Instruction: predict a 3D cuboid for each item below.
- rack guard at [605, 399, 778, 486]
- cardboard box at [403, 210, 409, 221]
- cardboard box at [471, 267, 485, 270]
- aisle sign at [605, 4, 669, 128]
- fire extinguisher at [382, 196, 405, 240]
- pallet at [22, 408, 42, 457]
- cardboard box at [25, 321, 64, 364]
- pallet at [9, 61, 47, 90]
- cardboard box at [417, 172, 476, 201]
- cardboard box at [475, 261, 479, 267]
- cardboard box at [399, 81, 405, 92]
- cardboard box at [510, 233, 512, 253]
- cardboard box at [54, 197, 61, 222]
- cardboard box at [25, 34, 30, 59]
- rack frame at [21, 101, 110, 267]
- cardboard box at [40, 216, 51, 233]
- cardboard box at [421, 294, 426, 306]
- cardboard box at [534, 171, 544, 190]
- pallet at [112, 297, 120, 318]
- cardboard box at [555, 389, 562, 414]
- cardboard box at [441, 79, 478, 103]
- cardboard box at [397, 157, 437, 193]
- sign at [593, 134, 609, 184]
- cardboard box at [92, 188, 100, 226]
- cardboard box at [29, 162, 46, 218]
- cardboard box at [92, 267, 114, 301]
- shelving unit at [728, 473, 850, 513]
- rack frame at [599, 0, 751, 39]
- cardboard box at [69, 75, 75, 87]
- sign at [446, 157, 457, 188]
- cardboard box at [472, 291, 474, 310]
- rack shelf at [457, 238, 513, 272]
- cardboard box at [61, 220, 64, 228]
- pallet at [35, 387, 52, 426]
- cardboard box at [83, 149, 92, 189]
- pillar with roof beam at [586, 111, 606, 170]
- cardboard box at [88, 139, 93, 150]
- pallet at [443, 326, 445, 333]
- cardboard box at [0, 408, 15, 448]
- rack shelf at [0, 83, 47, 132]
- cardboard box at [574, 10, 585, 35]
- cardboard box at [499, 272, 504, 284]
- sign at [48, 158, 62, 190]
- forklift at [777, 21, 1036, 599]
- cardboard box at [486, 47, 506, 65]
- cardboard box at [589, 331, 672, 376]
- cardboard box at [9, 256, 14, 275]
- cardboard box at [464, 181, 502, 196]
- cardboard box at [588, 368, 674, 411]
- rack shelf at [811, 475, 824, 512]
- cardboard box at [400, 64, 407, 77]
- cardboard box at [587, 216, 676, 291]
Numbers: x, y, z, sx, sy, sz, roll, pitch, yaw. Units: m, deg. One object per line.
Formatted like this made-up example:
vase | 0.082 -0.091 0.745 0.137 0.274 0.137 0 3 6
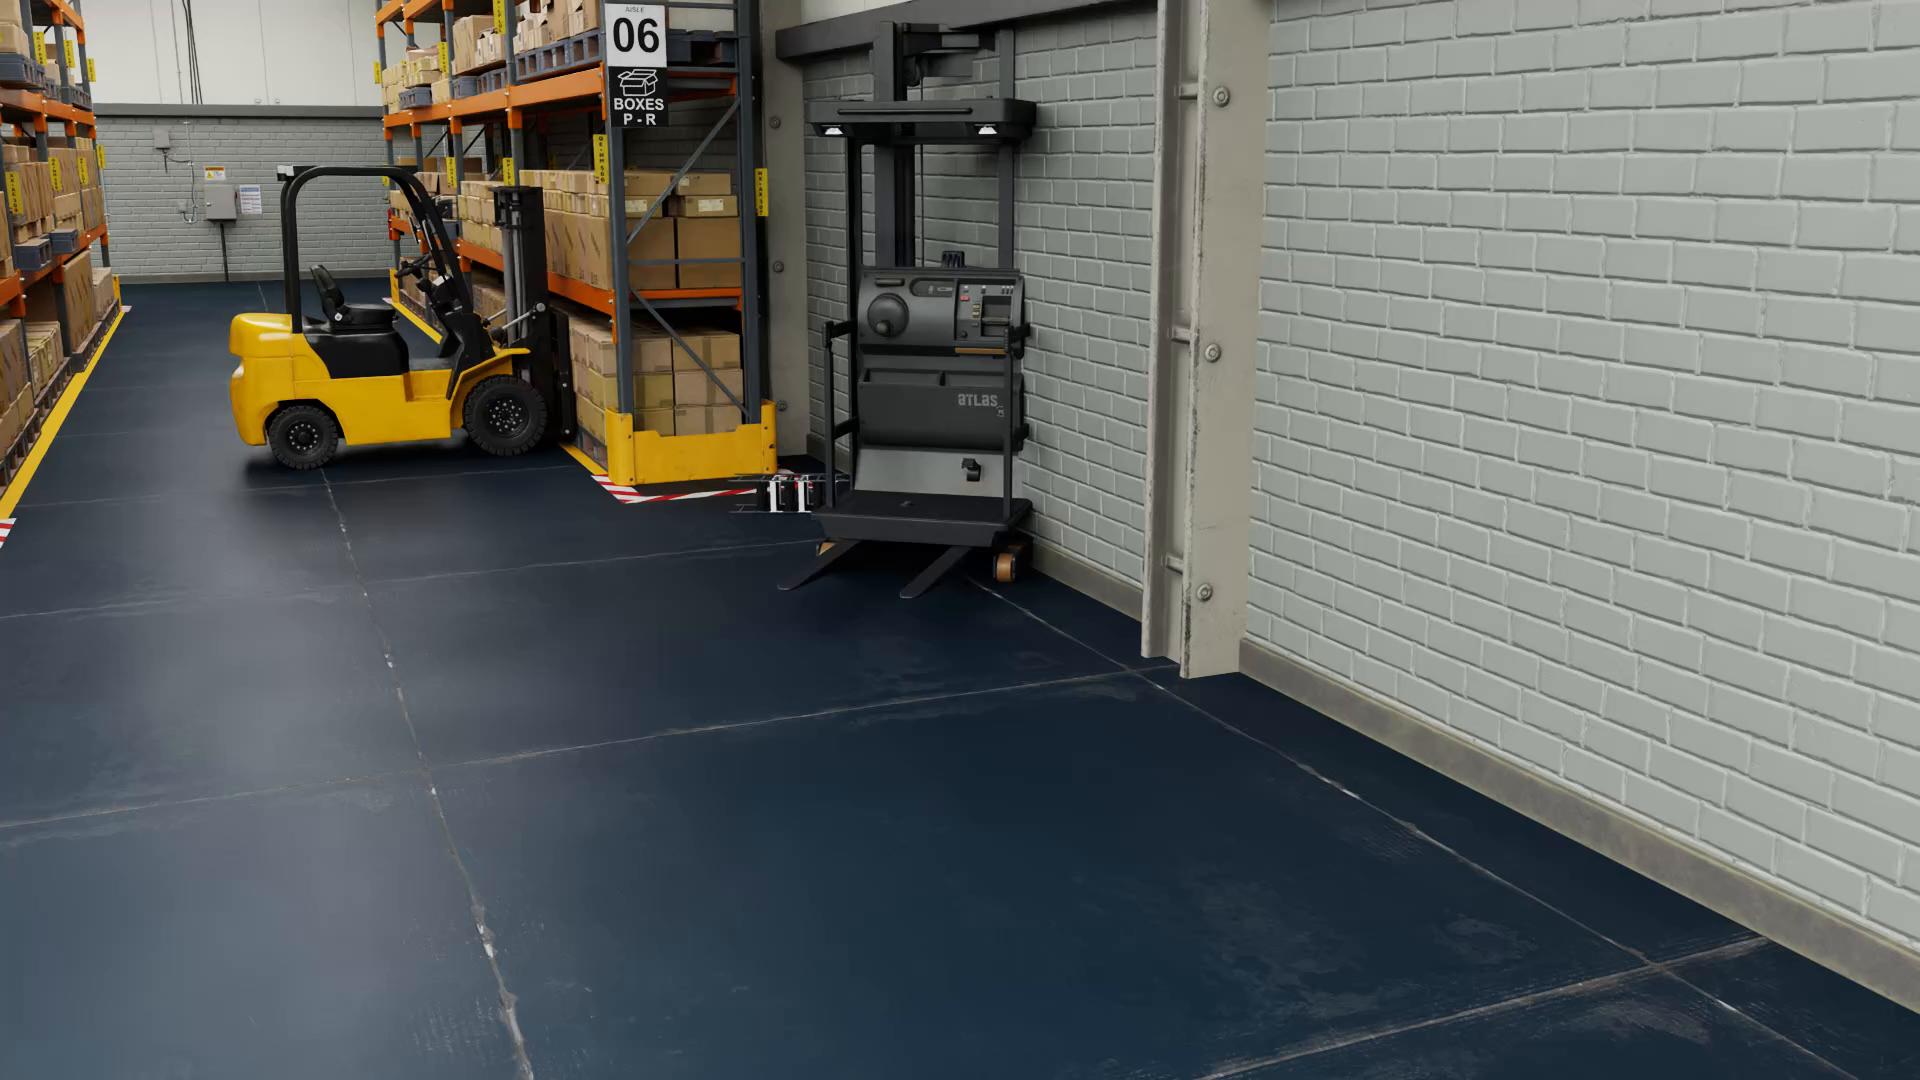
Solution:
rack guard | -1.895 -0.702 11.794 1.175 0.500 0.348 -6 14 -23
cardboard box | -7.839 -4.692 24.047 0.380 0.149 0.250 -5 14 -22
cardboard box | -6.097 -3.291 20.612 0.380 0.149 0.250 -6 14 -23
aisle sign | -2.148 -3.151 11.067 0.394 0.787 0.004 -6 14 -23
fire extinguisher | -8.797 -5.000 25.818 0.296 0.674 0.183 -6 14 -23
pallet | -7.752 -0.808 12.892 1.003 0.211 1.213 -6 14 -23
cardboard box | -9.439 -1.935 16.475 0.950 0.372 0.625 -7 15 -27
pallet | -8.622 -4.023 14.364 1.213 0.211 1.003 -6 14 -23
cardboard box | -6.516 -4.430 21.205 0.700 0.500 0.500 -5 14 -22
cardboard box | -6.190 -3.603 21.958 0.380 0.149 0.250 -6 14 -23
cardboard box | -7.352 -6.121 22.683 0.500 0.250 0.500 -6 14 -25
cardboard box | -3.949 -2.759 15.469 0.500 0.250 0.500 -5 14 -22
cardboard box | -9.633 -3.426 17.244 0.500 0.250 0.500 -6 14 -23
cardboard box | -8.346 -4.259 14.366 0.500 0.250 0.500 -6 14 -24
rack frame | -12.861 -4.781 23.876 1.000 3.000 0.127 -6 14 -23
cardboard box | -8.777 -2.959 15.628 0.380 0.149 0.250 -5 14 -22
cardboard box | -7.204 -3.308 22.902 0.380 0.149 0.250 -6 14 -25
cardboard box | -3.344 -3.008 13.894 0.380 0.149 0.250 -5 14 -22
pallet | -12.469 -3.264 23.507 1.003 0.211 1.213 -6 14 -23
cardboard box | -2.994 -1.171 13.445 0.500 0.250 0.500 -5 14 -21
cardboard box | -5.538 -5.050 18.717 0.500 0.250 0.500 -6 14 -25
cardboard box | -7.778 -5.240 23.866 0.500 0.500 0.500 -5 14 -22
sign | -2.408 -2.558 11.177 0.100 0.325 0.005 -6 14 -23
cardboard box | -11.804 -4.438 22.172 0.500 0.500 0.500 -5 14 -21
cardboard box | -8.799 -3.248 15.438 0.500 0.500 0.500 -7 15 -27
cardboard box | -12.505 -3.610 23.567 0.875 0.438 0.875 -6 14 -25
shelving unit | -1.022 -0.303 10.696 0.900 0.210 0.258 0 13 2
rack frame | -1.905 -4.847 10.857 1.000 3.000 0.127 -6 14 -23
cardboard box | -12.598 -6.338 23.129 0.500 0.250 0.500 -7 15 -28
sign | -5.603 -4.052 18.333 0.100 0.325 0.005 -6 14 -23
cardboard box | -5.476 -2.632 19.203 0.500 0.500 0.500 -5 14 -21
rack shelf | -4.308 -2.814 16.971 1.077 0.370 4.000 -6 14 -23
cardboard box | -9.843 -3.284 17.738 0.500 0.250 0.500 -6 14 -25
pallet | -8.367 -1.104 14.172 1.003 0.211 1.213 -6 14 -23
cardboard box | -11.619 -4.823 21.616 0.500 0.500 0.500 -5 14 -22
pillar with roof beam | -7.706 -5.923 15.506 9.100 9.000 0.400 -6 14 -23
cardboard box | -12.229 -5.481 23.022 0.380 0.149 0.250 -6 14 -24
pallet | -5.859 -2.628 20.758 1.003 0.211 1.213 -6 14 -23
cardboard box | -6.949 -0.750 11.624 0.500 0.250 0.500 -5 14 -19
rack shelf | -8.855 -3.826 14.692 1.077 0.370 4.000 -6 14 -23
cardboard box | -2.515 -3.661 11.786 0.380 0.149 0.250 -6 14 -25
cardboard box | -5.288 -3.118 19.862 0.380 0.149 0.250 -5 14 -22
sign | -9.163 -3.705 16.833 0.100 0.325 0.005 -6 14 -23
forklift | -0.159 -1.291 8.950 1.130 2.935 3.031 3 13 14
cardboard box | -4.226 -4.543 15.599 0.380 0.149 0.250 -6 14 -23
cardboard box | -2.375 -1.344 11.973 0.500 0.250 0.500 -5 14 -21
cardboard box | -7.646 -2.141 13.024 0.380 0.149 0.250 -6 14 -24
cardboard box | -5.144 -3.795 17.953 0.380 0.149 0.250 -5 14 -22
cardboard box | -2.386 -1.106 12.052 0.500 0.250 0.500 -6 14 -24
rack shelf | -0.898 -0.303 10.691 0.077 0.200 0.258 0 13 2
cardboard box | -6.994 -6.040 21.406 0.380 0.149 0.250 -5 14 -21
cardboard box | -2.343 -2.051 11.859 0.500 0.500 0.500 -6 14 -24
